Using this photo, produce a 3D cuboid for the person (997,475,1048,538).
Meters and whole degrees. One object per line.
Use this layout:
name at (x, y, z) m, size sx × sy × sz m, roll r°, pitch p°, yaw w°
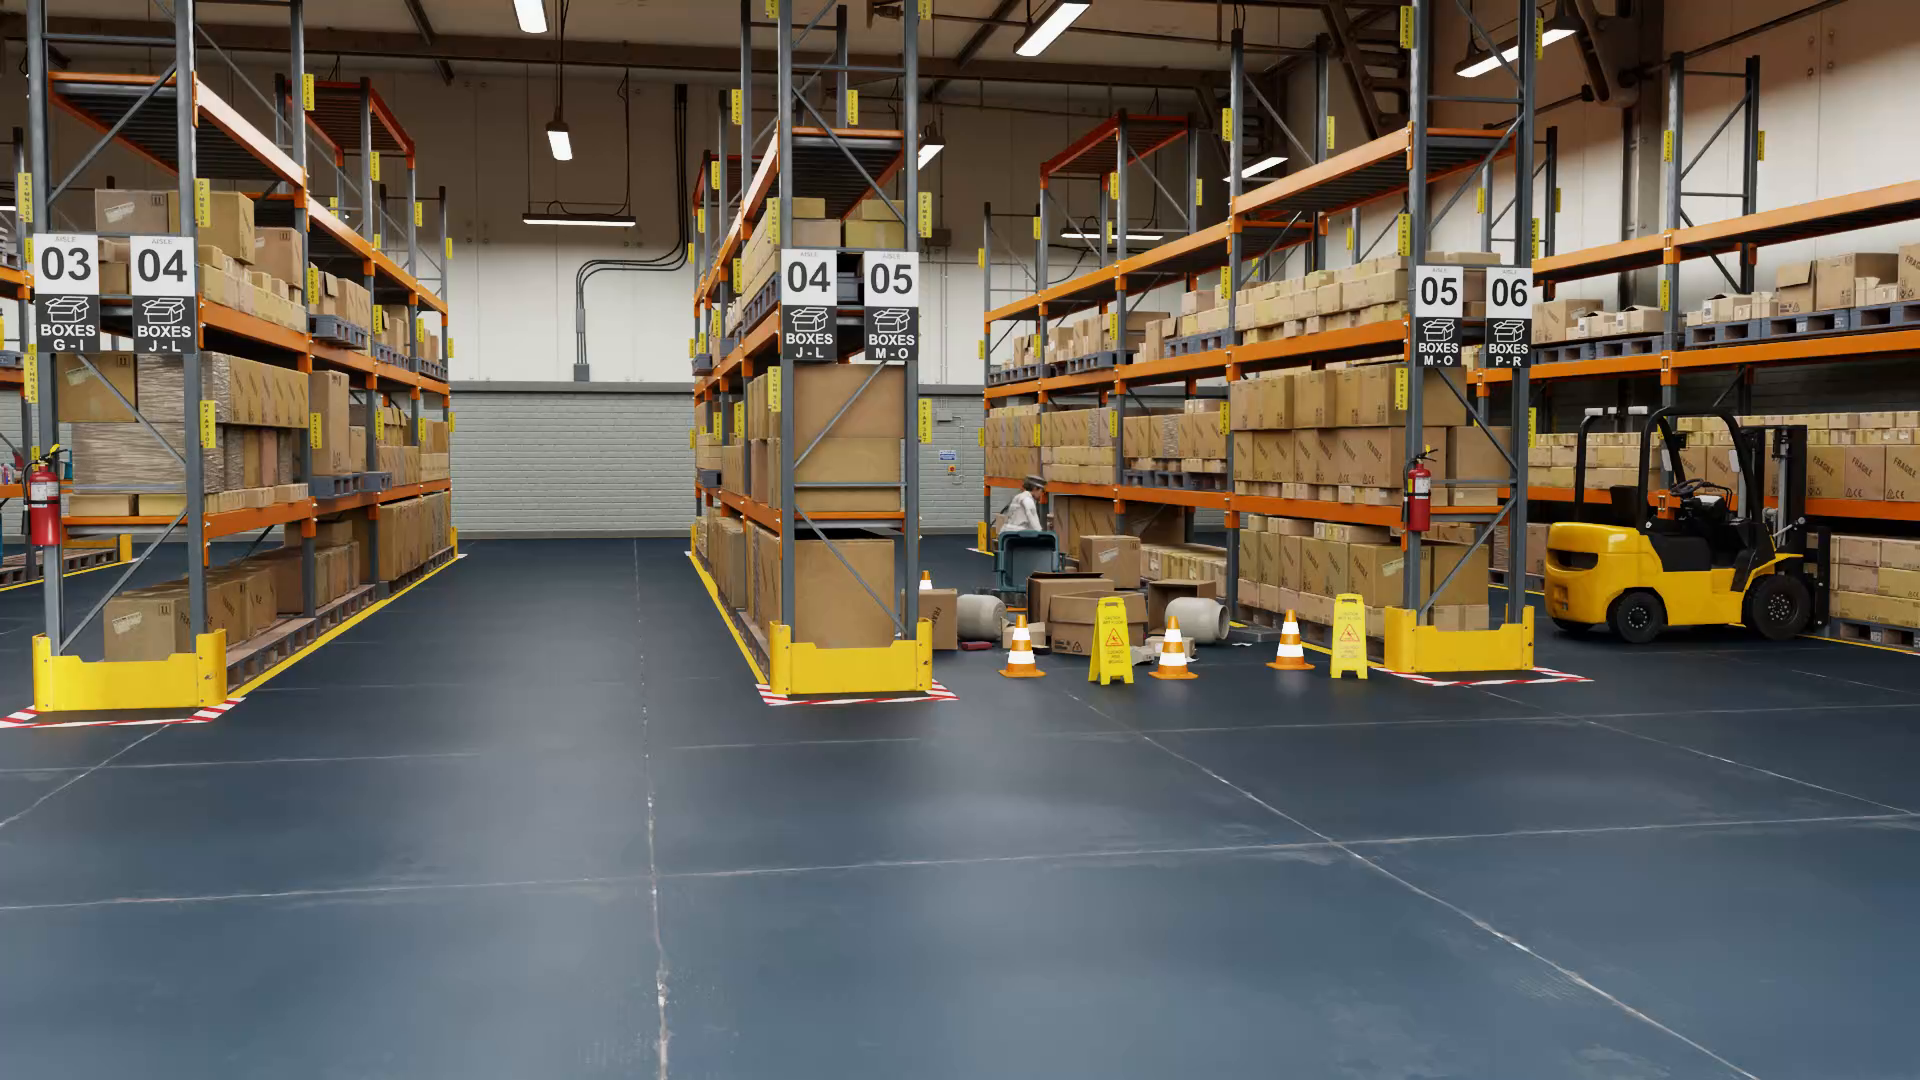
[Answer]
person at (0.717, 0.022, 18.446) m, size 0.609 × 1.484 × 0.533 m, roll -1°, pitch 3°, yaw -11°
